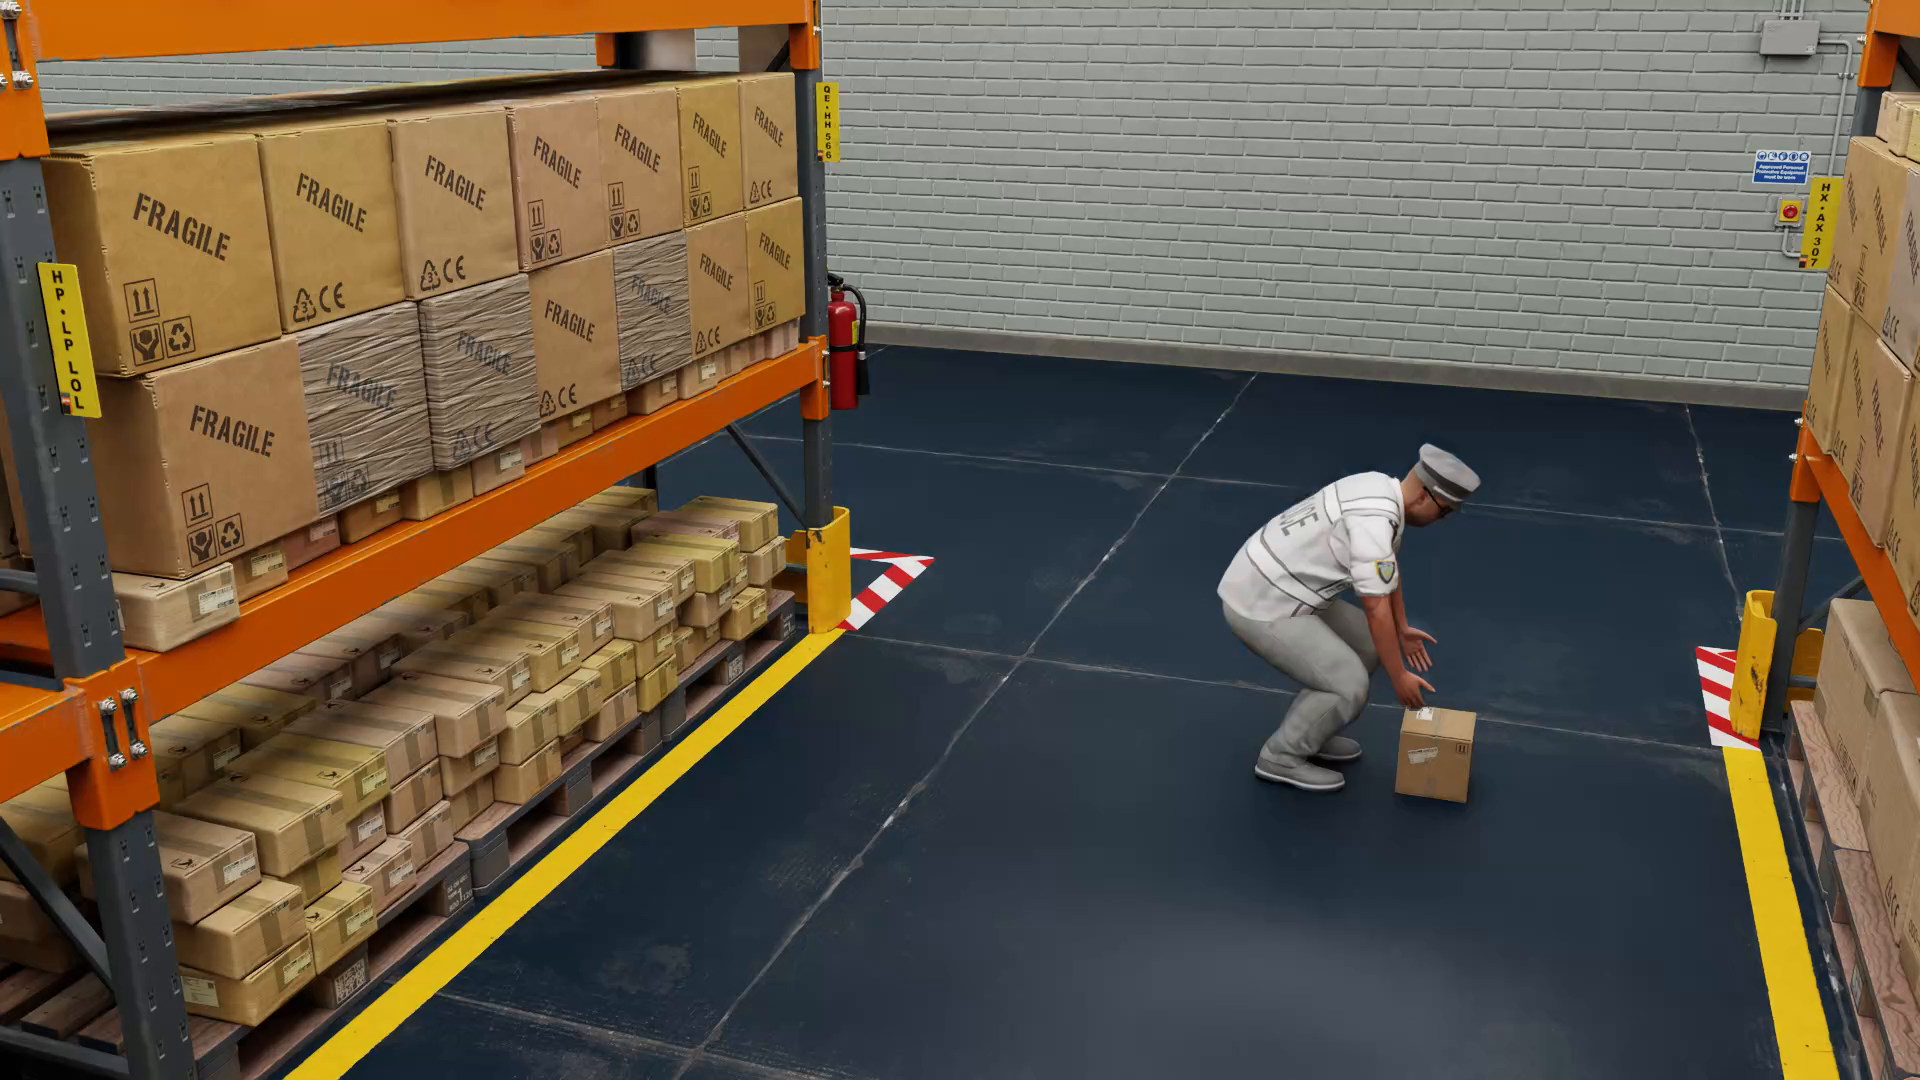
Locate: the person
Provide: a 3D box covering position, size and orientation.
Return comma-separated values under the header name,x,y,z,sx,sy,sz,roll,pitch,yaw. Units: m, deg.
name,x,y,z,sx,sy,sz,roll,pitch,yaw
person,1.394,0.254,6.073,0.879,1.262,0.583,6,20,18
